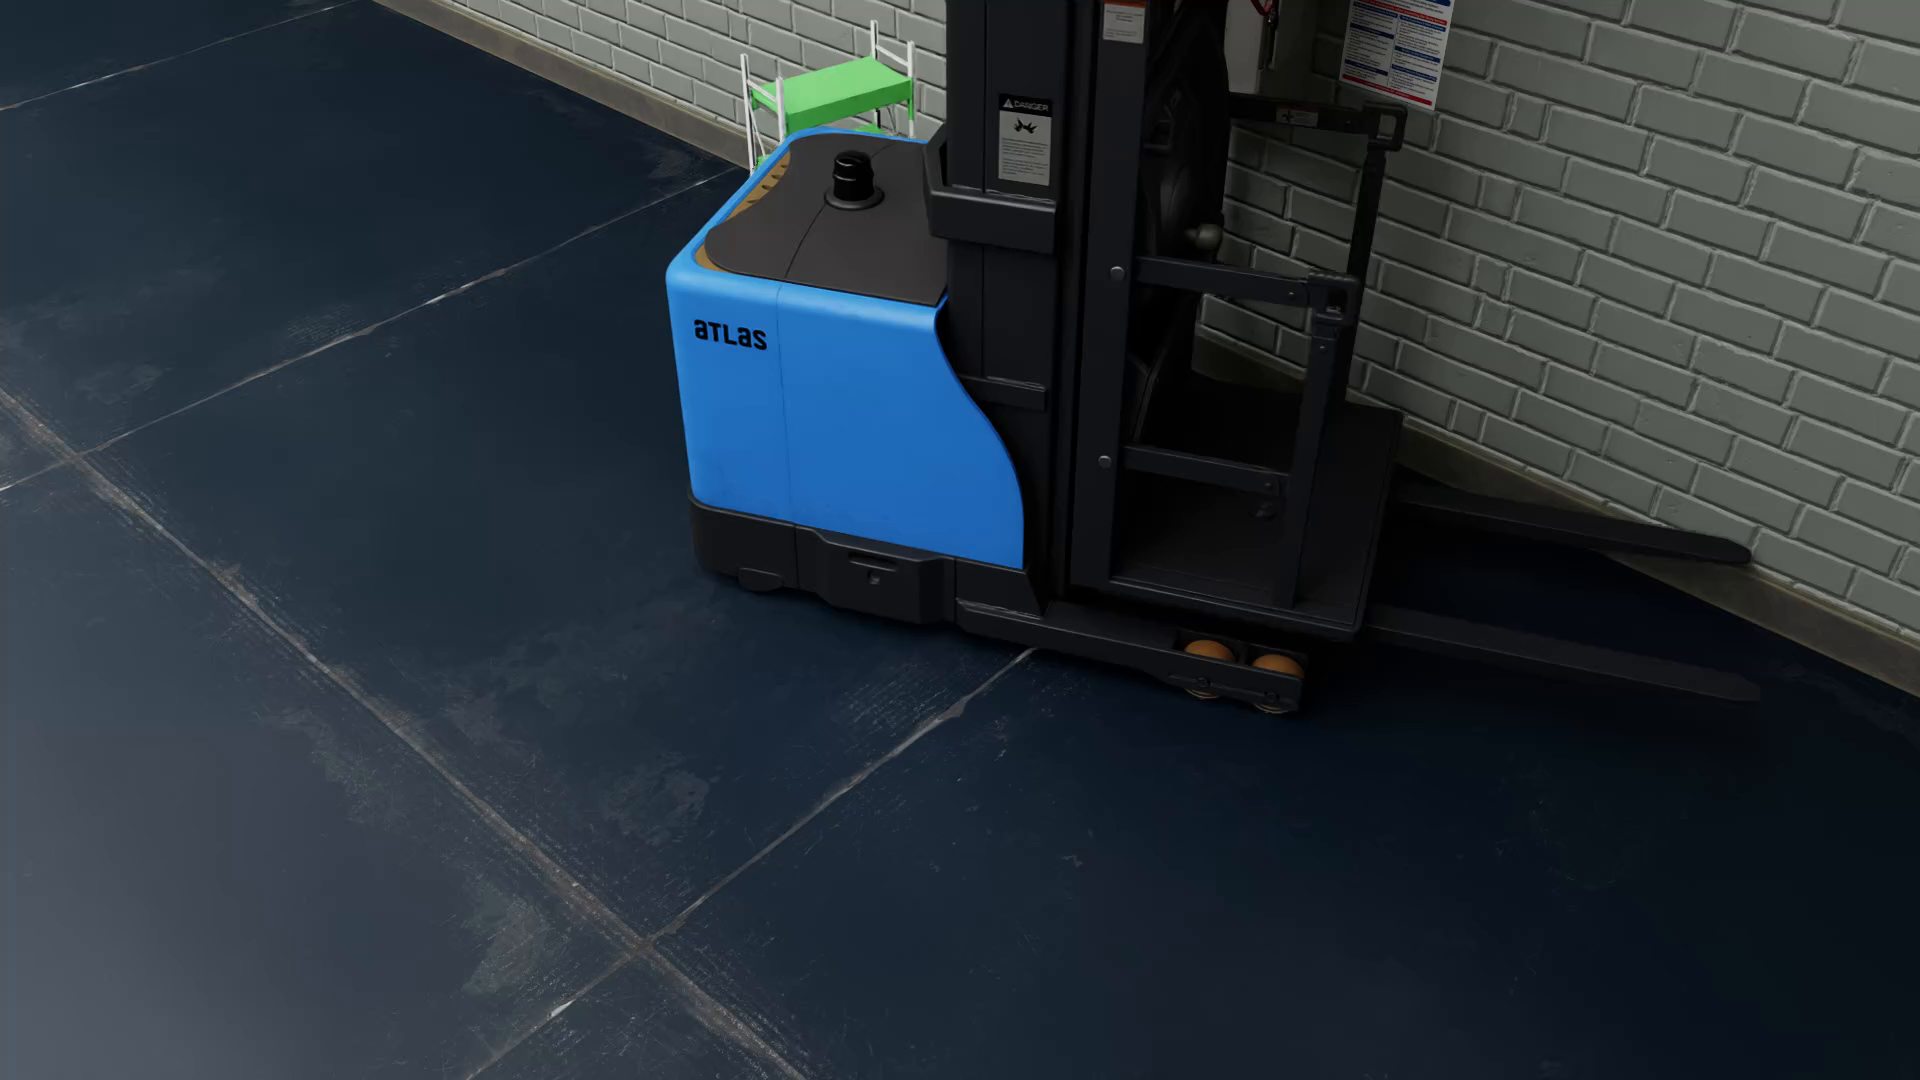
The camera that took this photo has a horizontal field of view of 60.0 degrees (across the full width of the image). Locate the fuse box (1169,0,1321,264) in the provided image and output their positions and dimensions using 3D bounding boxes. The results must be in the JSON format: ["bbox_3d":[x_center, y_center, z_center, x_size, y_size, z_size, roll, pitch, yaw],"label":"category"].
[{"bbox_3d":[0.773,-1.174,5.351,0.539,1.711,0.414,30,47,32],"label":"fuse box"}]

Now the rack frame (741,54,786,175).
[{"bbox_3d":[-0.617,-1.005,5.550,0.015,1.200,0.240,-24,44,-27],"label":"rack frame"}]

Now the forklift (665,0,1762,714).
[{"bbox_3d":[0.763,-1.036,4.198,3.031,2.935,1.130,11,40,14],"label":"forklift"}]

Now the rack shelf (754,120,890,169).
[{"bbox_3d":[-0.418,-1.231,5.549,0.480,0.148,0.258,-24,44,-27],"label":"rack shelf"}]

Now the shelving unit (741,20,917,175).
[{"bbox_3d":[-0.418,-1.093,5.659,0.503,1.200,0.258,-24,44,-27],"label":"shelving unit"}]

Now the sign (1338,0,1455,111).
[{"bbox_3d":[1.277,-1.529,4.839,0.329,0.494,0.001,30,47,32],"label":"sign"}]

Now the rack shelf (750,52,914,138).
[{"bbox_3d":[-0.418,-1.418,5.399,0.480,0.148,0.258,-24,44,-27],"label":"rack shelf"}]

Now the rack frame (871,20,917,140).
[{"bbox_3d":[-0.219,-1.181,5.769,0.015,1.200,0.240,-24,44,-27],"label":"rack frame"}]
